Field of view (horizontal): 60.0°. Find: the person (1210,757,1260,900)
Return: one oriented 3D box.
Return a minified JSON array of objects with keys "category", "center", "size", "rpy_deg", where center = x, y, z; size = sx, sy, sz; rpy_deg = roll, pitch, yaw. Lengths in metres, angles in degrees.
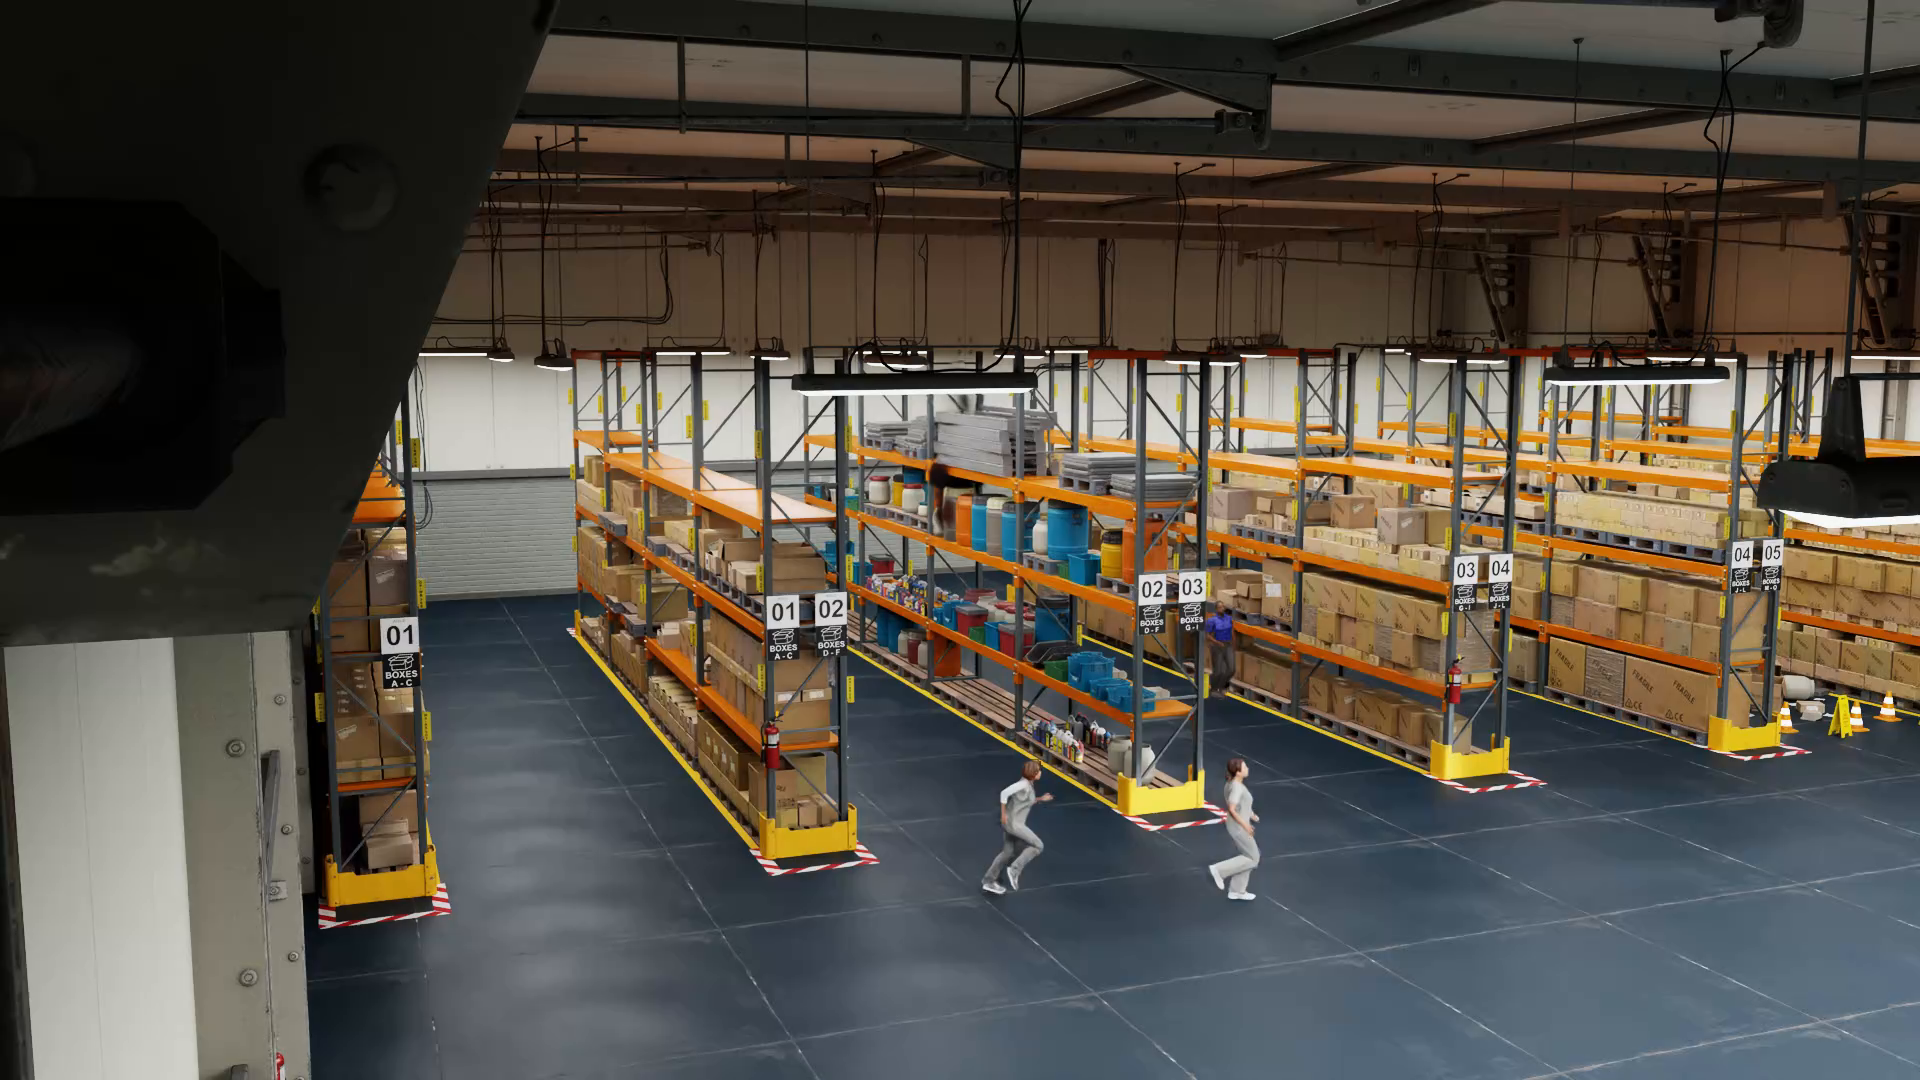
[{"category":"person","center":[3.072,3.231,18.598],"size":[0.570,1.623,0.570],"rpy_deg":[0,7,0]}]

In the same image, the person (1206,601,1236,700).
[{"category":"person","center":[4.354,1.832,27.545],"size":[0.590,1.661,0.572],"rpy_deg":[-2,7,-18]}]

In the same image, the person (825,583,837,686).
[{"category":"person","center":[-2.306,1.637,28.888],"size":[0.592,1.790,0.666],"rpy_deg":[-4,8,-30]}]

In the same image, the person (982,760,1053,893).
[{"category":"person","center":[0.646,3.236,18.741],"size":[0.805,1.525,0.525],"rpy_deg":[0,7,-1]}]
